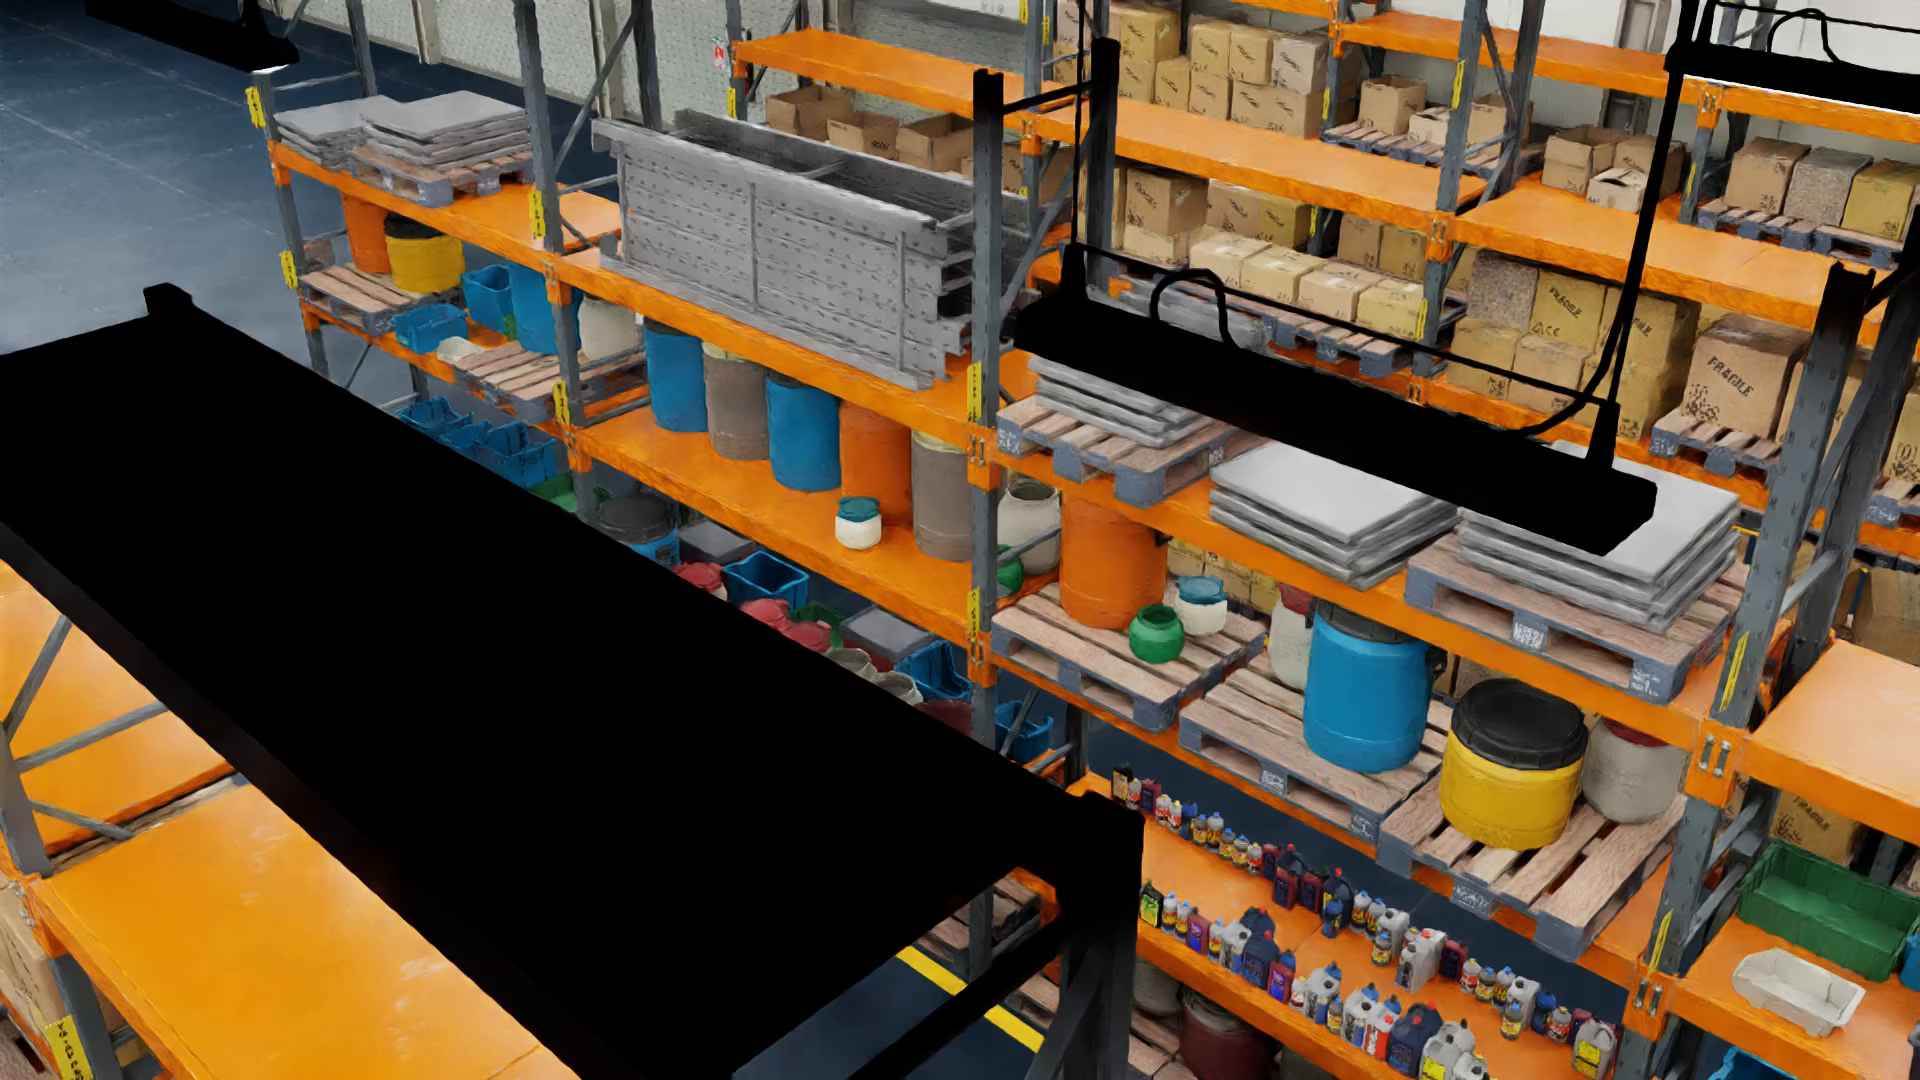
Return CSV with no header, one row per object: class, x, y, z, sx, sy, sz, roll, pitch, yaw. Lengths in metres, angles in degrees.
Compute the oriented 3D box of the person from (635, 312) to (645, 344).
person,-3.640,-2.542,18.952,0.574,1.665,0.677,24,37,36
